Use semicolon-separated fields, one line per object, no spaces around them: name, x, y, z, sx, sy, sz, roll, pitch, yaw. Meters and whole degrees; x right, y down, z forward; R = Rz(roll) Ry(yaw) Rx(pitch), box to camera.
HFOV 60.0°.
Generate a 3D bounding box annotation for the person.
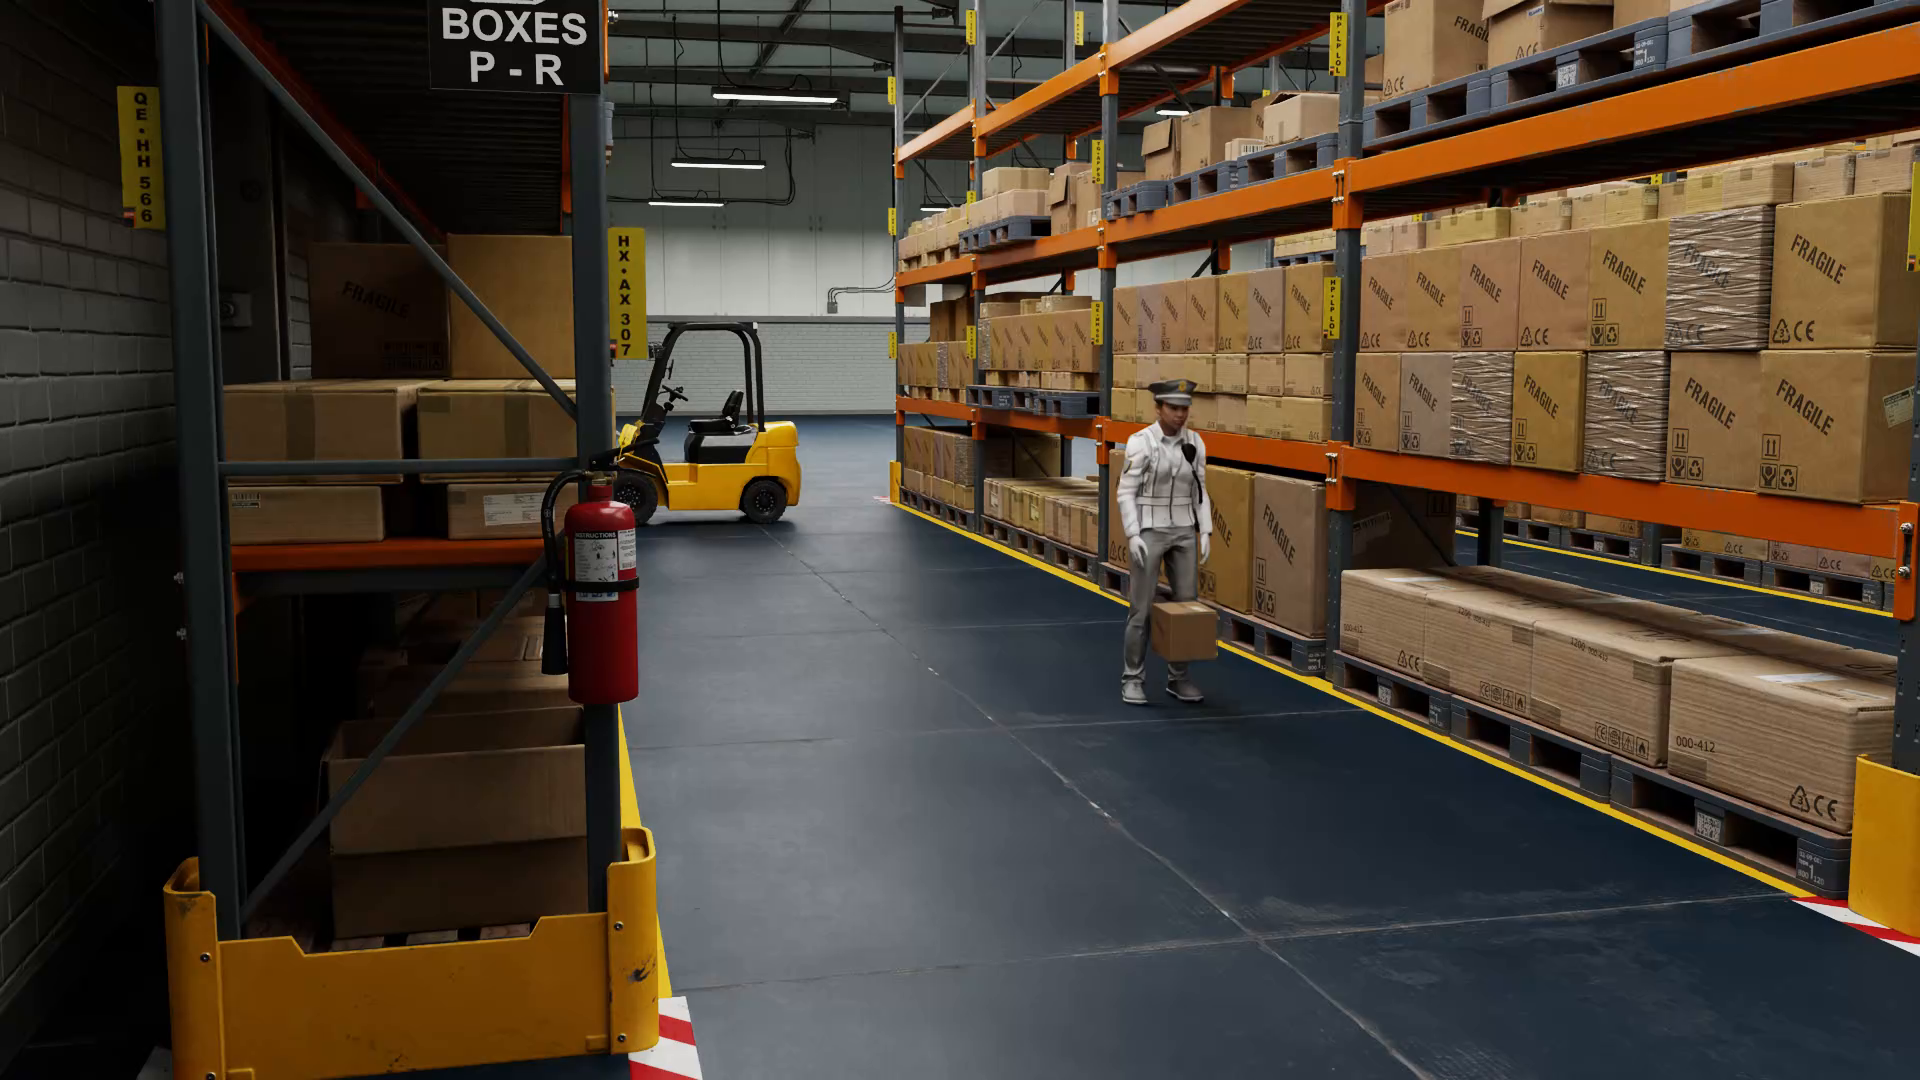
person;1.066;-0.001;8.644;0.510;1.669;0.359;-2;6;-16
